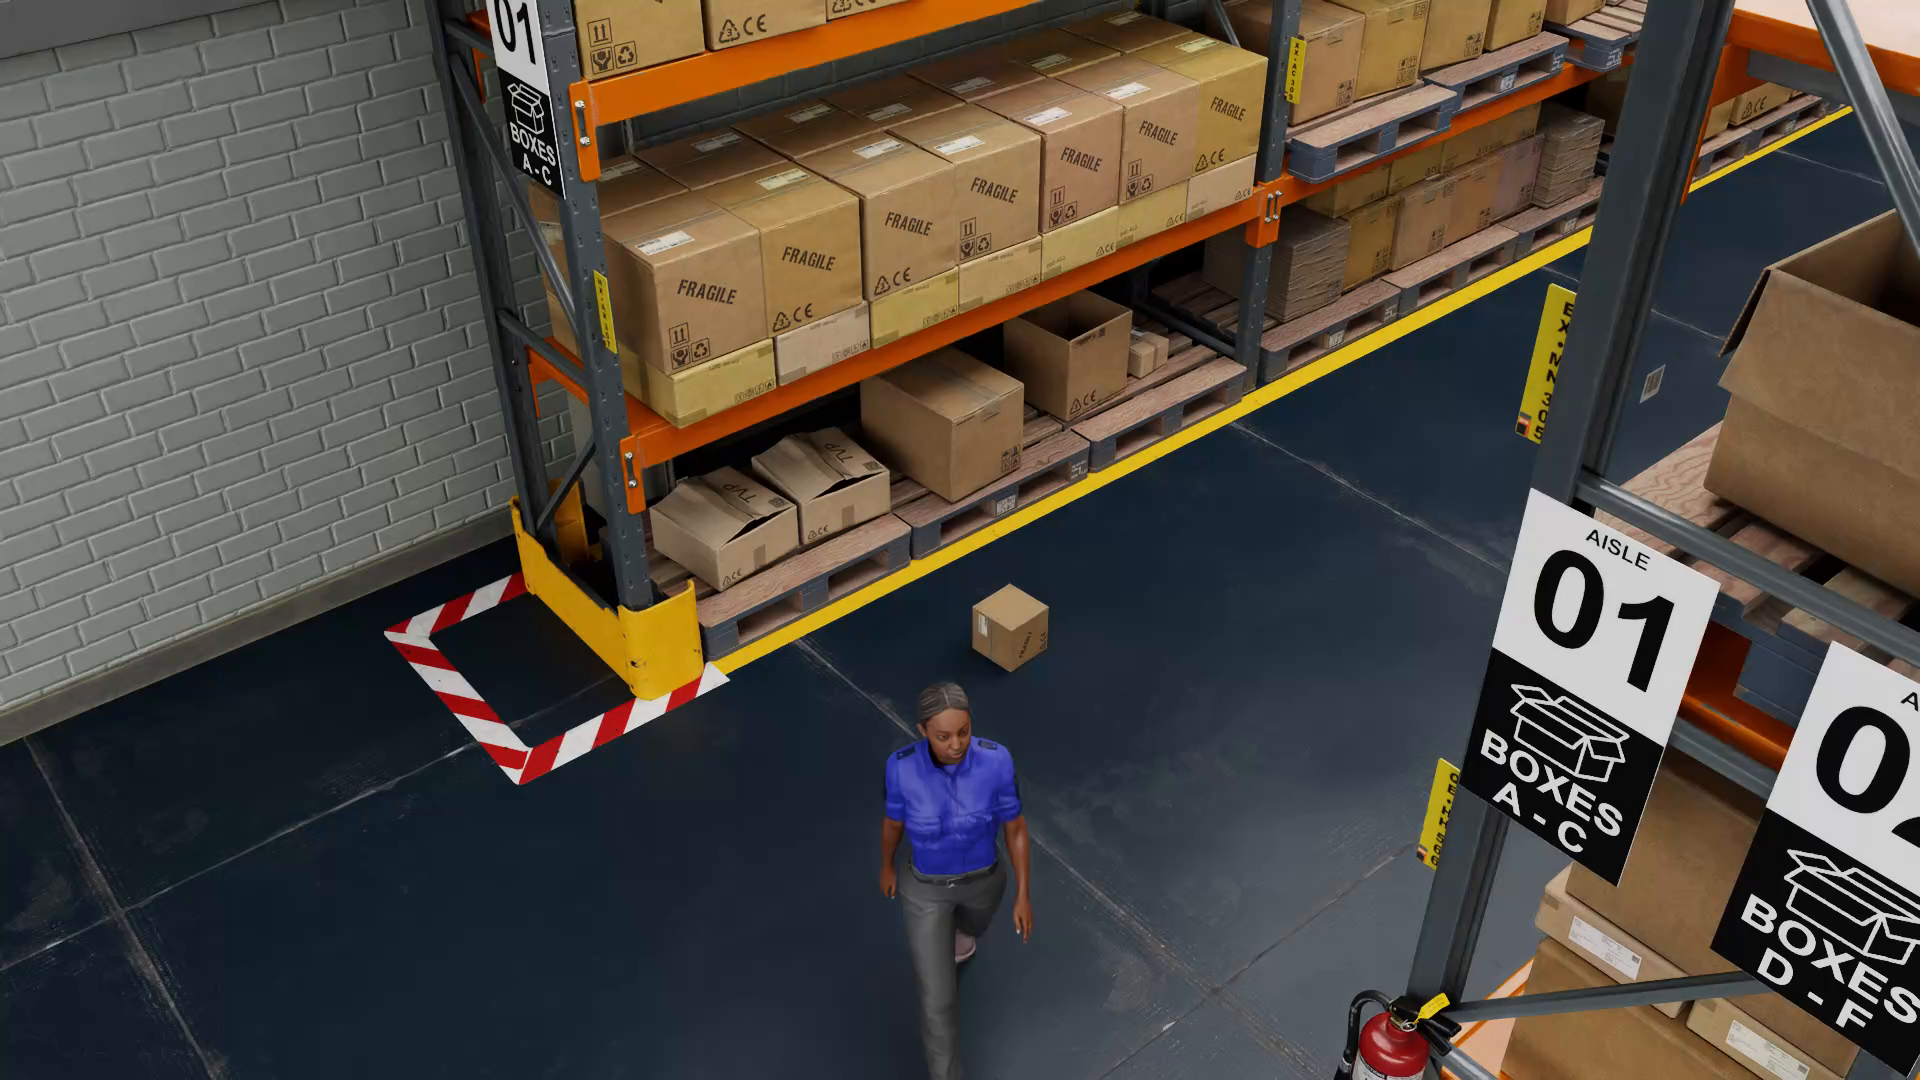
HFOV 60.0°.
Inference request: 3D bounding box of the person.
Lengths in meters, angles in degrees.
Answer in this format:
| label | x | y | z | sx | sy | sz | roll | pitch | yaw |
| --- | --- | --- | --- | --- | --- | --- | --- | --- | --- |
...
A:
| label | x | y | z | sx | sy | sz | roll | pitch | yaw |
| --- | --- | --- | --- | --- | --- | --- | --- | --- | --- |
| person | -0.015 | 1.125 | 5.544 | 0.473 | 1.597 | 1.033 | -7 | 37 | -10 |
